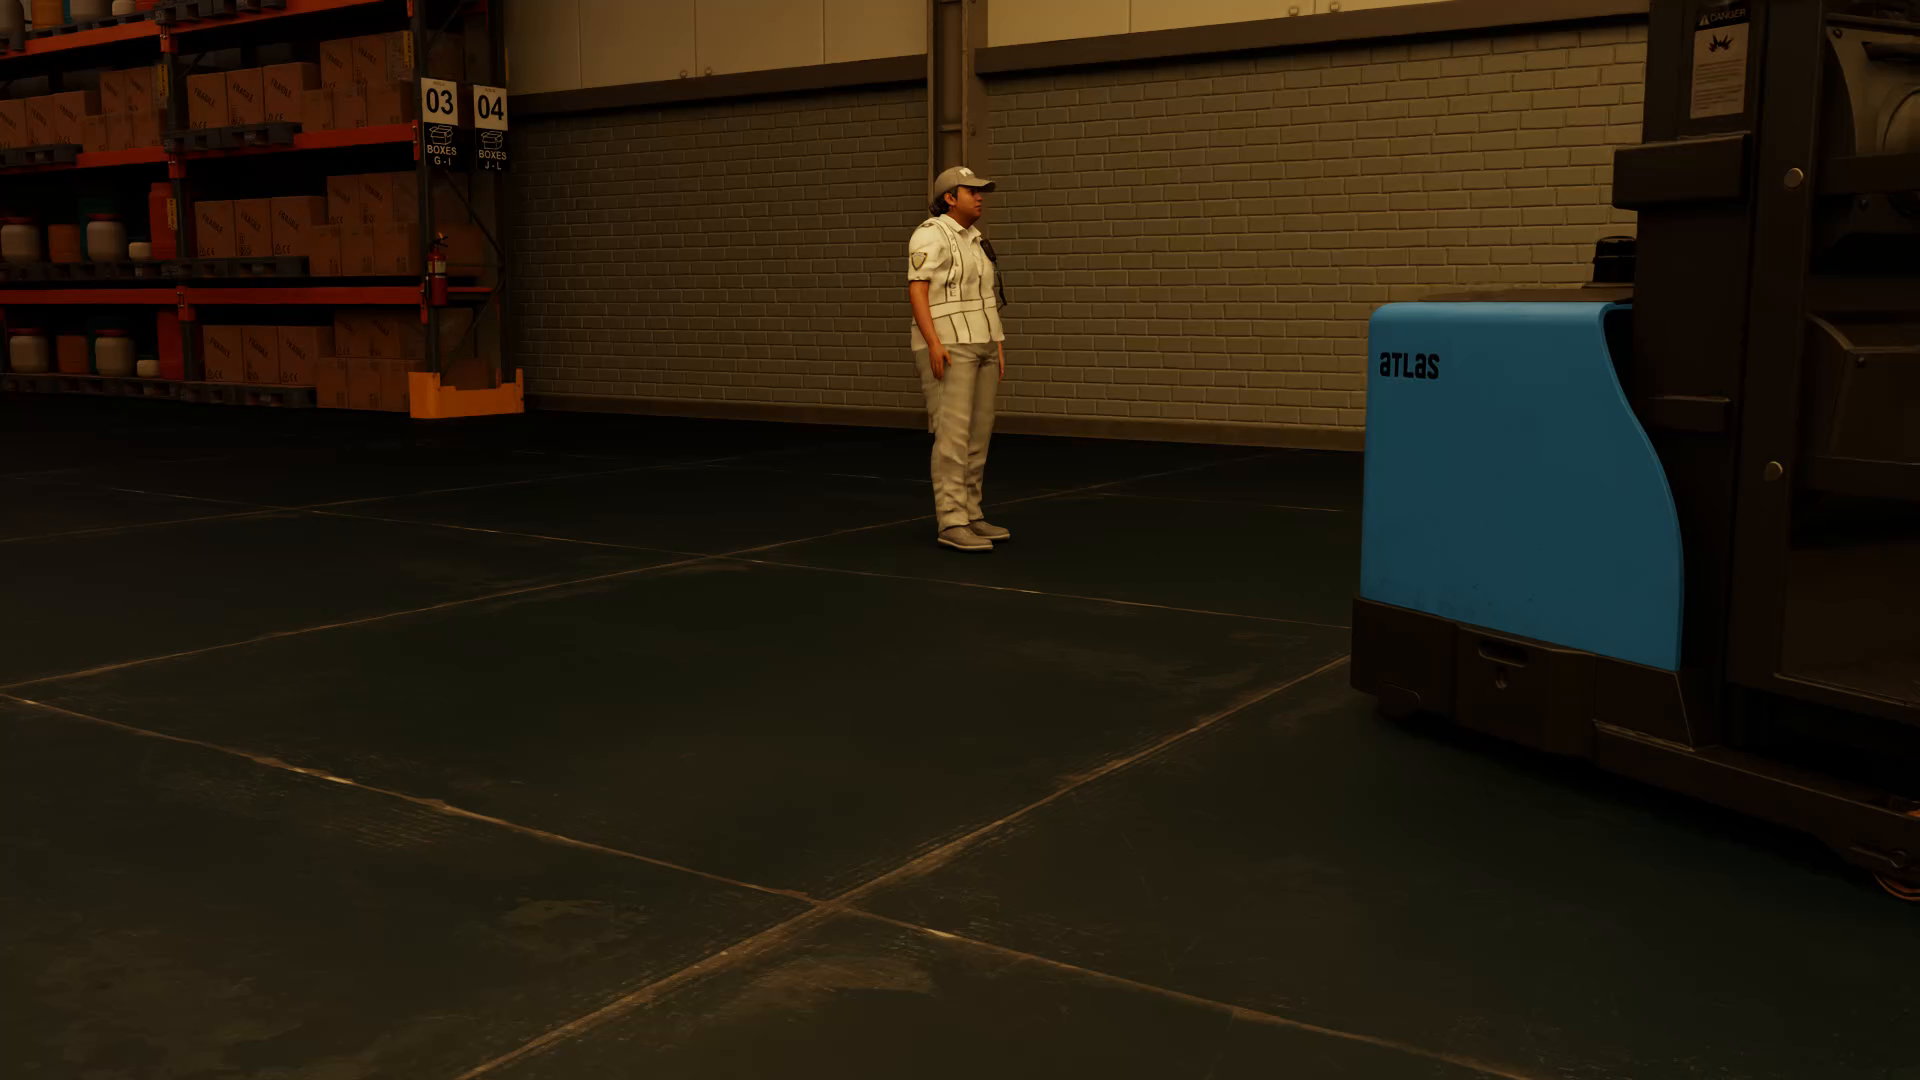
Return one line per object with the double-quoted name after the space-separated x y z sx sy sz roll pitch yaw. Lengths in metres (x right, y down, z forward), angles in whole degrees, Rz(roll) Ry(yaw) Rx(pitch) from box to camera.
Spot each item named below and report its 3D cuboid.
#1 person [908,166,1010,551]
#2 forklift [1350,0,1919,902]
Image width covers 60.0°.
0.051 -0.823 7.424 0.529 1.670 0.598 5 10 34 "person"
2.148 -0.844 3.126 1.130 2.935 3.031 -4 9 -27 "forklift"
